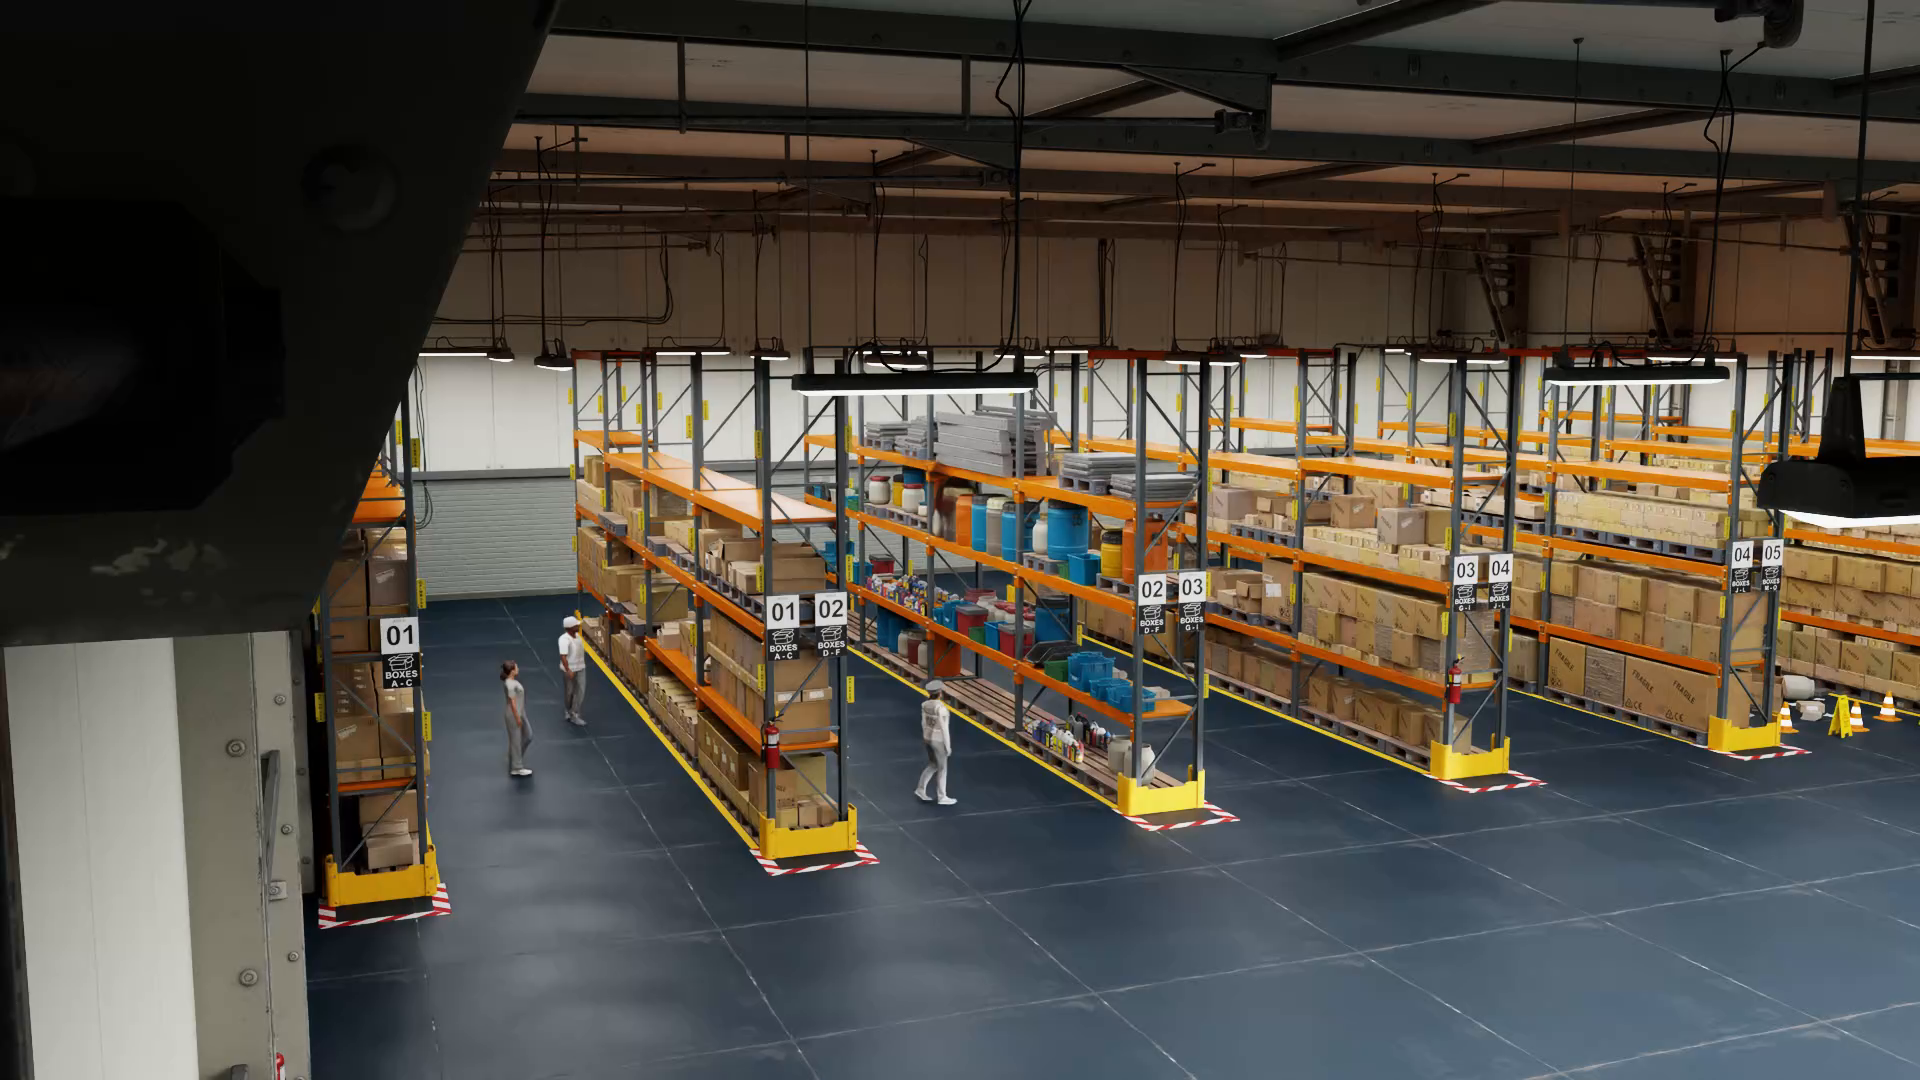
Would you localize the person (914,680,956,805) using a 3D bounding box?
[{"bbox_3d":[-0.316,2.726,22.422,0.481,1.701,0.541,-4,8,-31],"label":"person"}]

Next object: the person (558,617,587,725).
[{"bbox_3d":[-6.292,2.125,27.024,0.541,1.776,0.706,-7,10,-44],"label":"person"}]

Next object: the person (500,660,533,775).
[{"bbox_3d":[-6.394,2.550,23.941,0.452,1.649,0.504,0,7,2],"label":"person"}]
